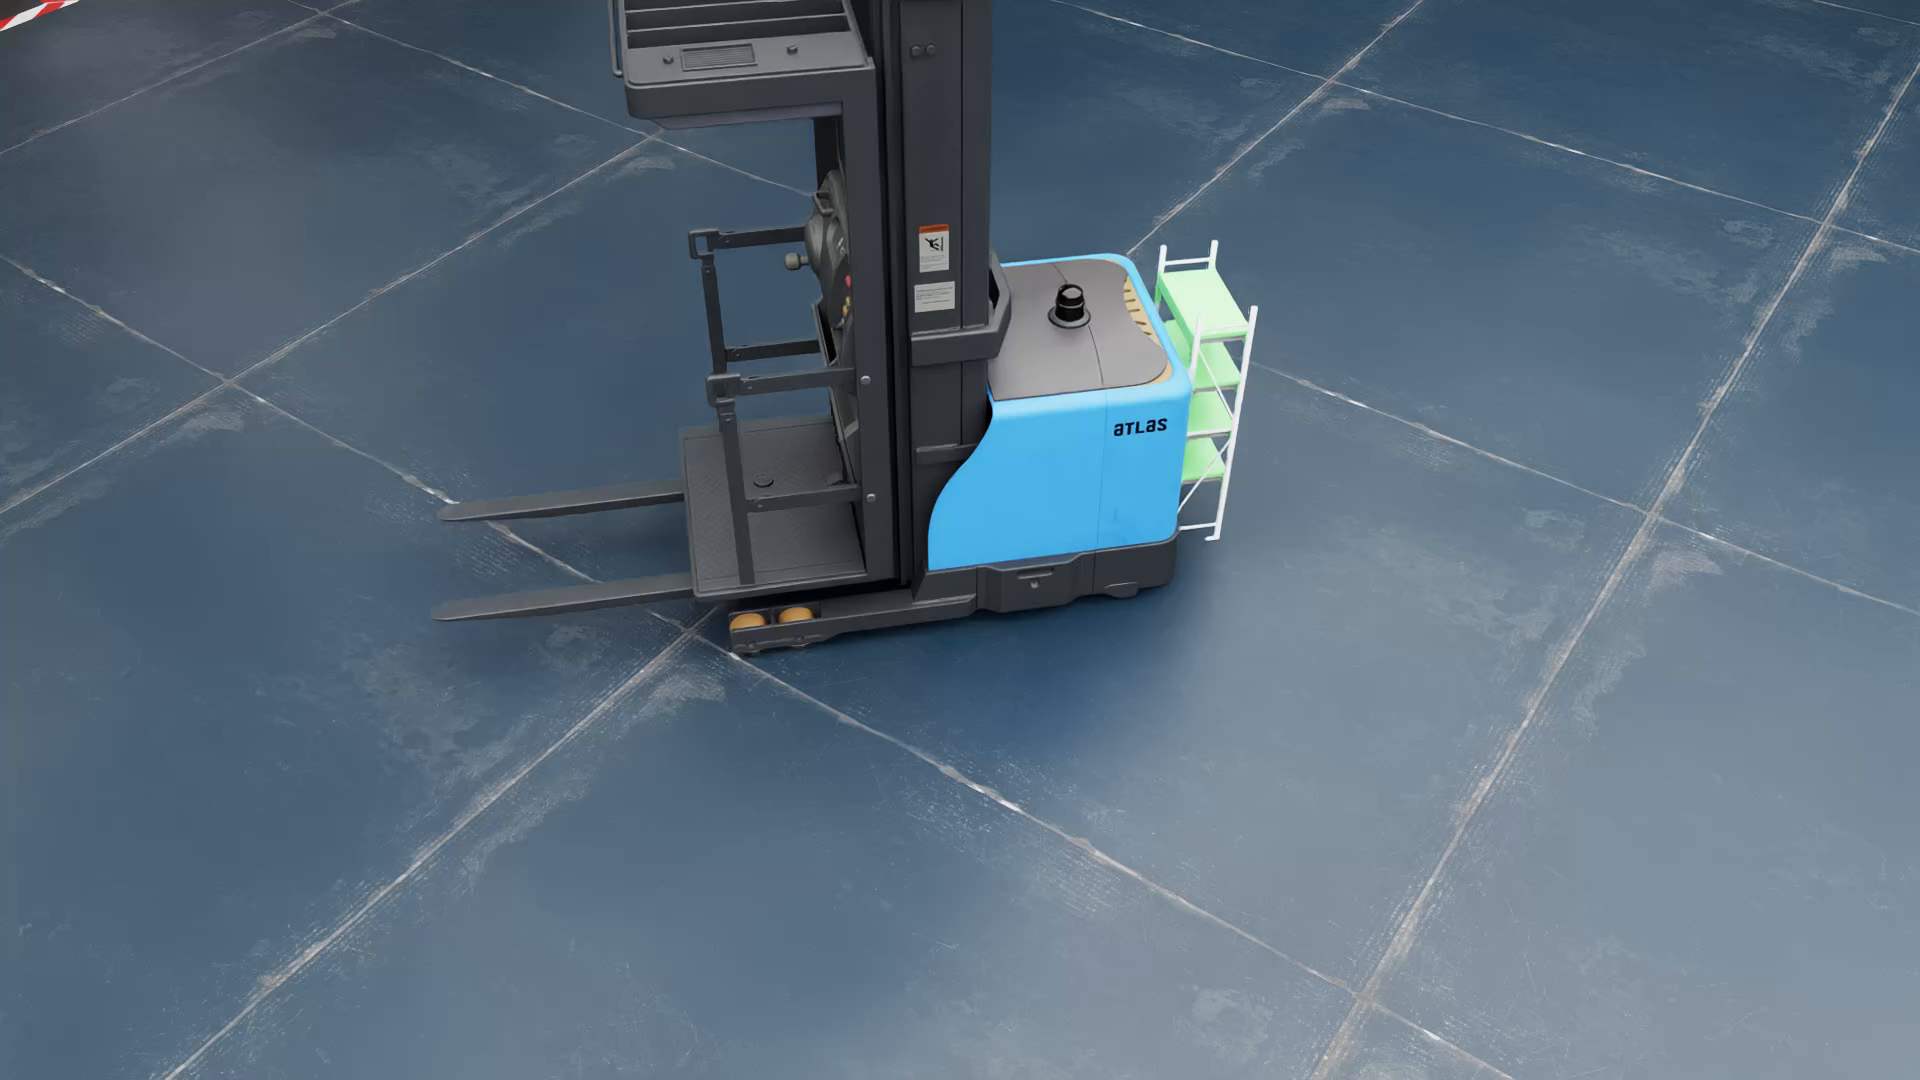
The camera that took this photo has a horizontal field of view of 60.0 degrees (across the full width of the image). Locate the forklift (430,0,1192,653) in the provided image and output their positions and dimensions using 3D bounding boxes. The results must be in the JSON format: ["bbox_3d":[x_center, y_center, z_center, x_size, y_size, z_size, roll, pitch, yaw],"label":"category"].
[{"bbox_3d":[-0.665,-1.018,6.189,3.031,2.935,1.130,-7,42,-8],"label":"forklift"}]

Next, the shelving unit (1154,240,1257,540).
[{"bbox_3d":[0.974,-0.603,7.020,0.258,1.200,0.503,-7,42,-10],"label":"shelving unit"}]

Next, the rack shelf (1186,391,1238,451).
[{"bbox_3d":[0.973,-0.555,7.062,0.258,0.148,0.480,-7,42,-10],"label":"rack shelf"}]

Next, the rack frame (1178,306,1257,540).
[{"bbox_3d":[1.024,-0.444,6.842,0.240,1.200,0.015,-7,42,-10],"label":"rack frame"}]

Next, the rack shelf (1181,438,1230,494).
[{"bbox_3d":[0.968,-0.376,7.221,0.258,0.148,0.480,-7,42,-10],"label":"rack shelf"}]

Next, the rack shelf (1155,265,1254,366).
[{"bbox_3d":[0.984,-0.914,6.744,0.258,0.148,0.480,-7,42,-10],"label":"rack shelf"}]

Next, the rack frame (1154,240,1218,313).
[{"bbox_3d":[0.925,-0.763,7.198,0.240,1.200,0.015,-7,42,-10],"label":"rack frame"}]

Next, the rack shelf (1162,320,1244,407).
[{"bbox_3d":[0.978,-0.735,6.903,0.258,0.148,0.480,-7,42,-10],"label":"rack shelf"}]
